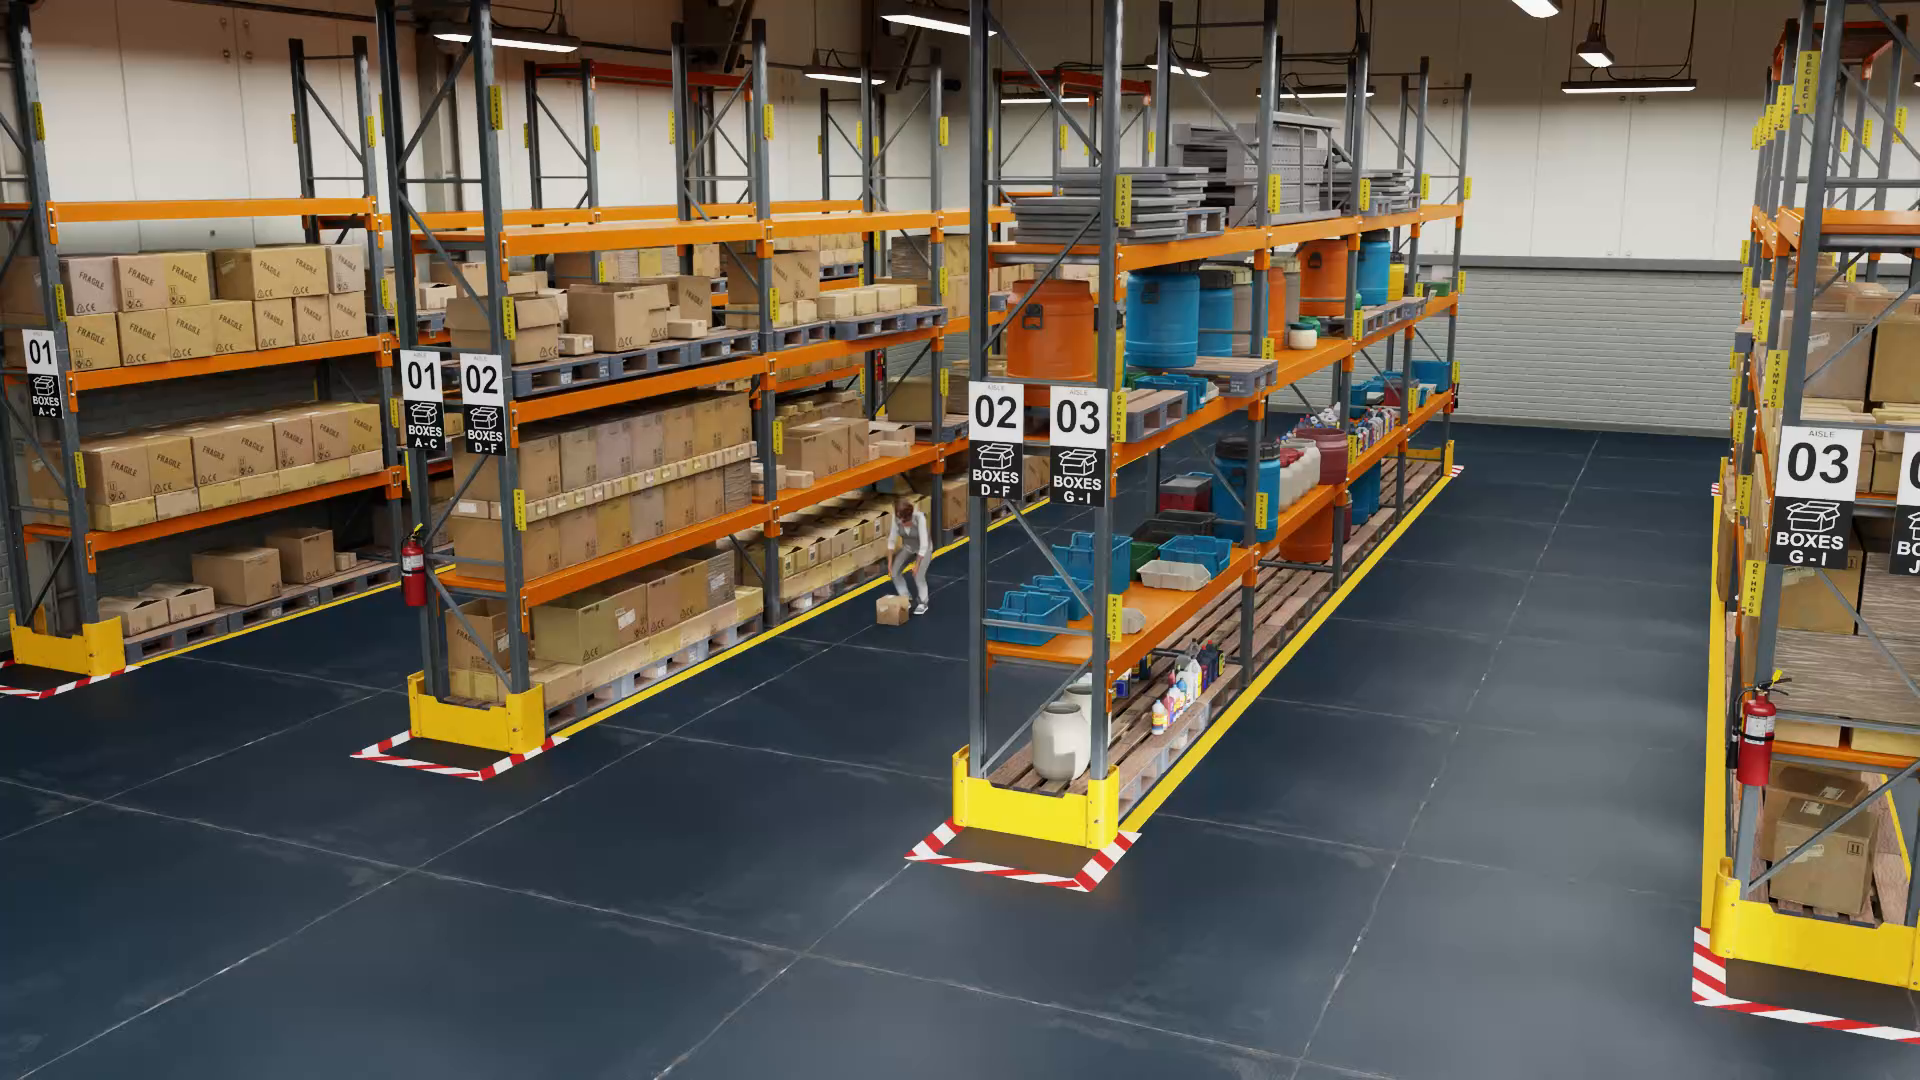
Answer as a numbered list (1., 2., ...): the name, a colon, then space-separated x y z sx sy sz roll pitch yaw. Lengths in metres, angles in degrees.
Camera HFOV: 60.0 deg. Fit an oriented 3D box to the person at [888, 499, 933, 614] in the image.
1. person: -0.499 0.165 17.563 0.463 1.250 0.673 6 14 24
